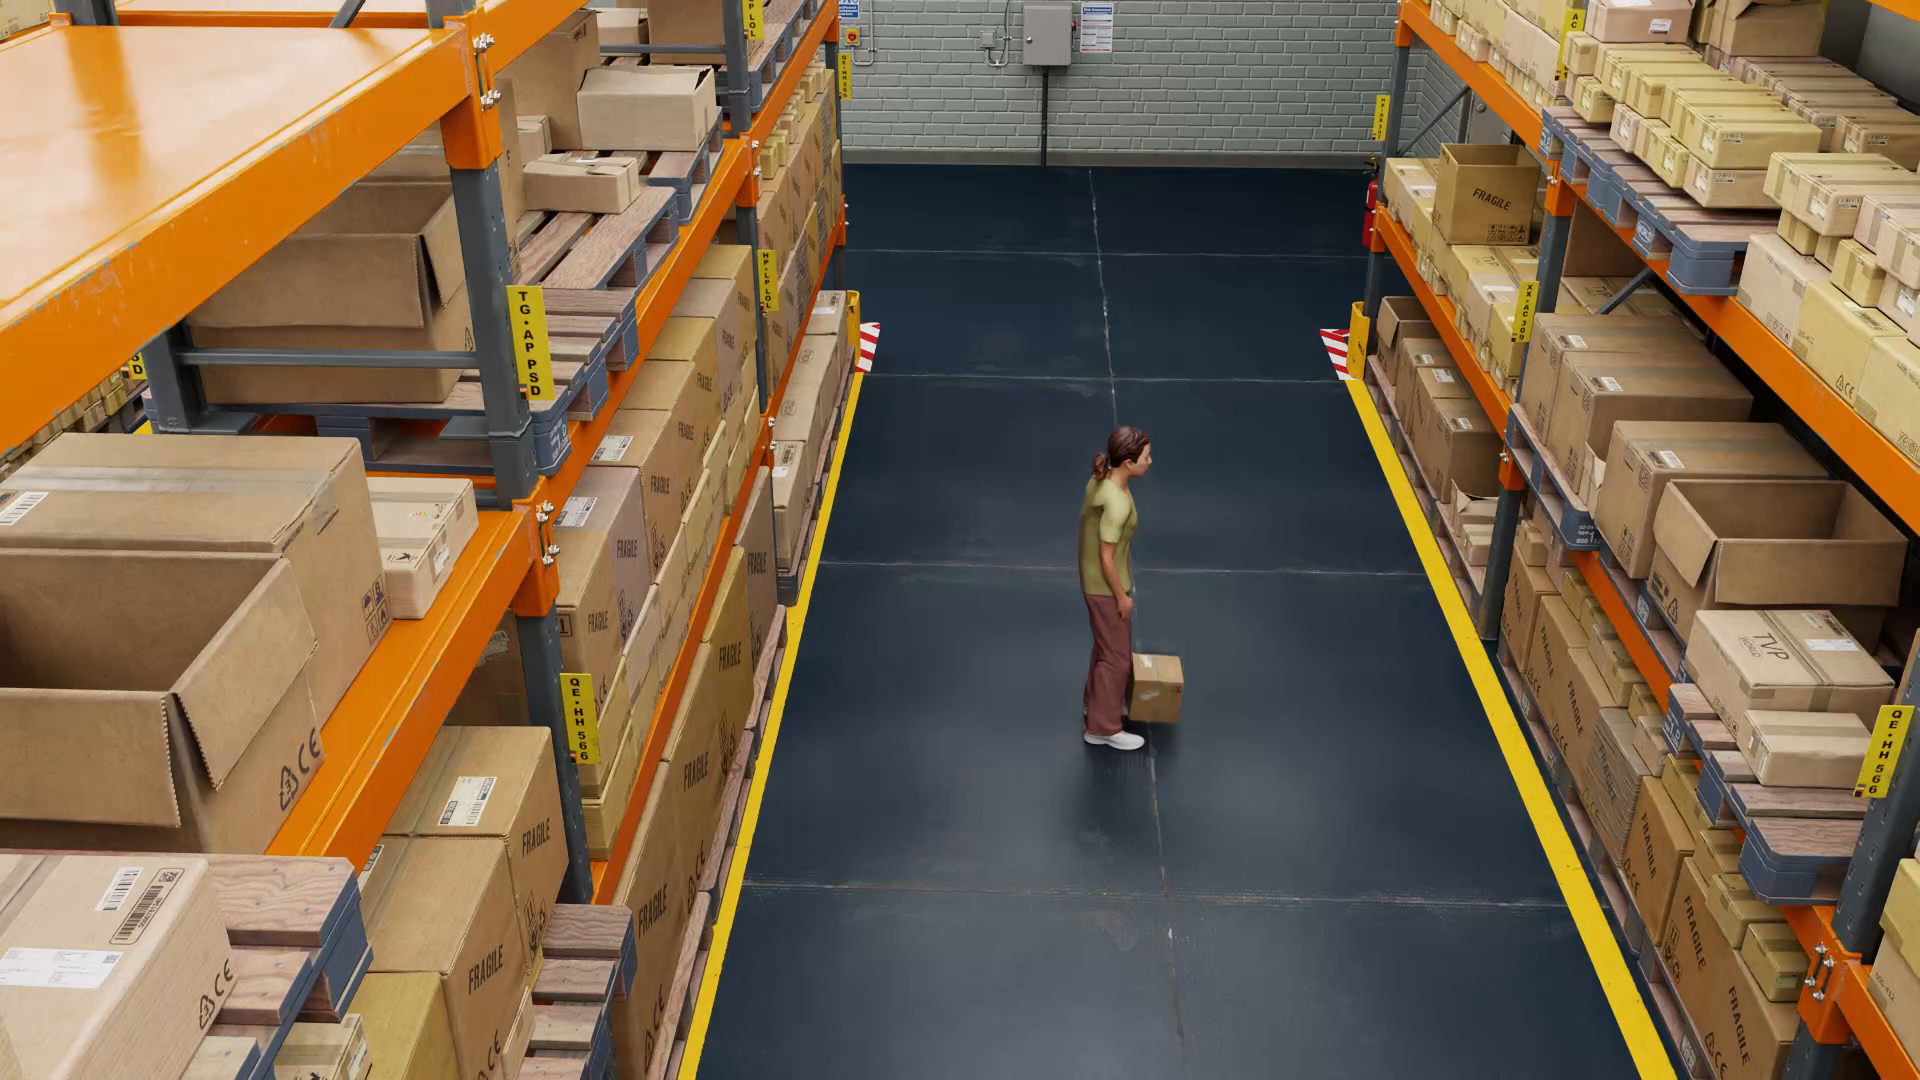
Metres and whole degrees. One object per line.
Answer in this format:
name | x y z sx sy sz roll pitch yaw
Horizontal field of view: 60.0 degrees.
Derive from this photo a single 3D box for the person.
person | 0.765 0.216 8.218 0.372 1.674 0.489 0 28 0
